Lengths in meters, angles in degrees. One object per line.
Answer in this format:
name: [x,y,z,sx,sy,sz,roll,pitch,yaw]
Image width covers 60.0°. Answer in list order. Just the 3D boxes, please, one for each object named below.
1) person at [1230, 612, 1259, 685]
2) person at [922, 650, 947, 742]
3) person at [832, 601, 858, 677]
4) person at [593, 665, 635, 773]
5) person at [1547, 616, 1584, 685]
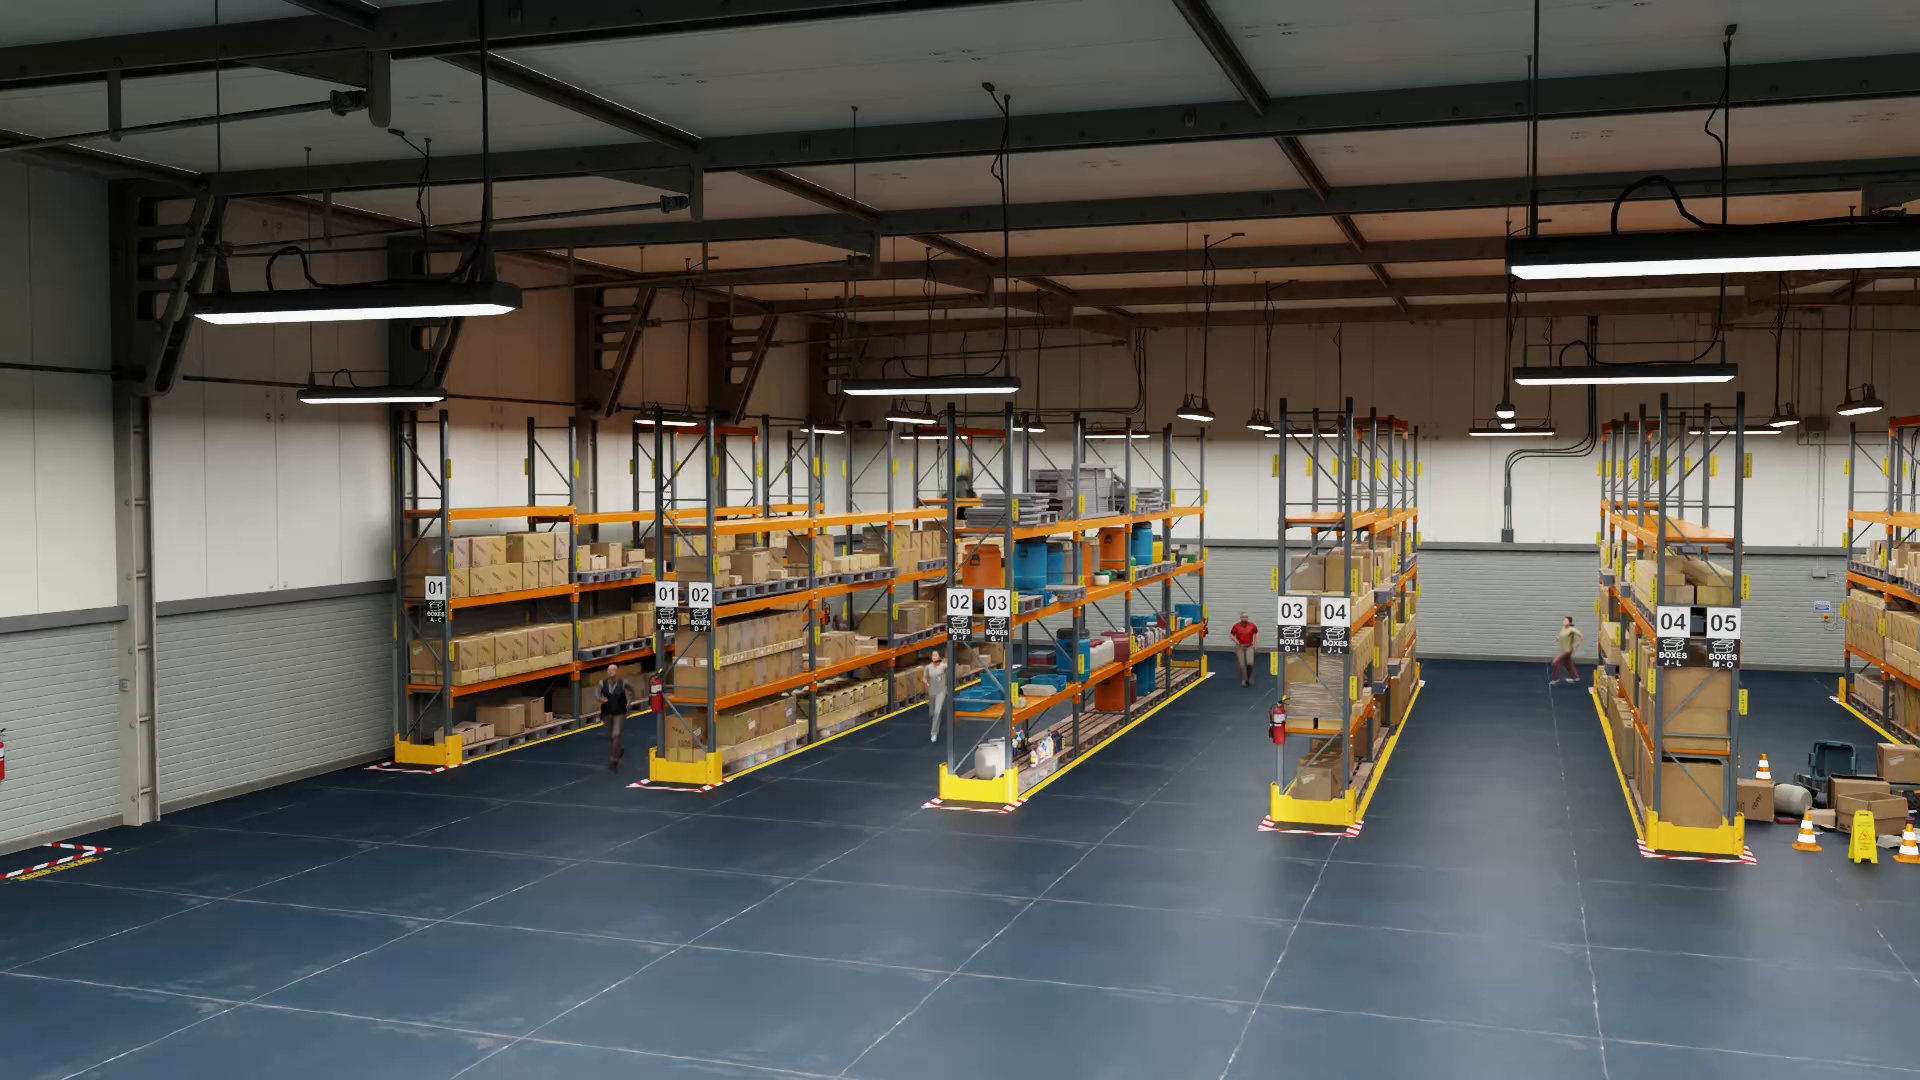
person: [6.544,2.513,38.275,0.655,1.693,0.611,0,2,10]
person: [-0.409,2.859,30.849,0.577,1.669,0.895,1,3,13]
person: [-2.614,2.313,37.681,0.674,1.847,0.858,0,2,10]
person: [-5.806,2.960,27.870,0.624,1.770,1.008,0,2,9]
person: [14.035,2.566,38.366,0.766,1.640,0.705,0,2,-6]
